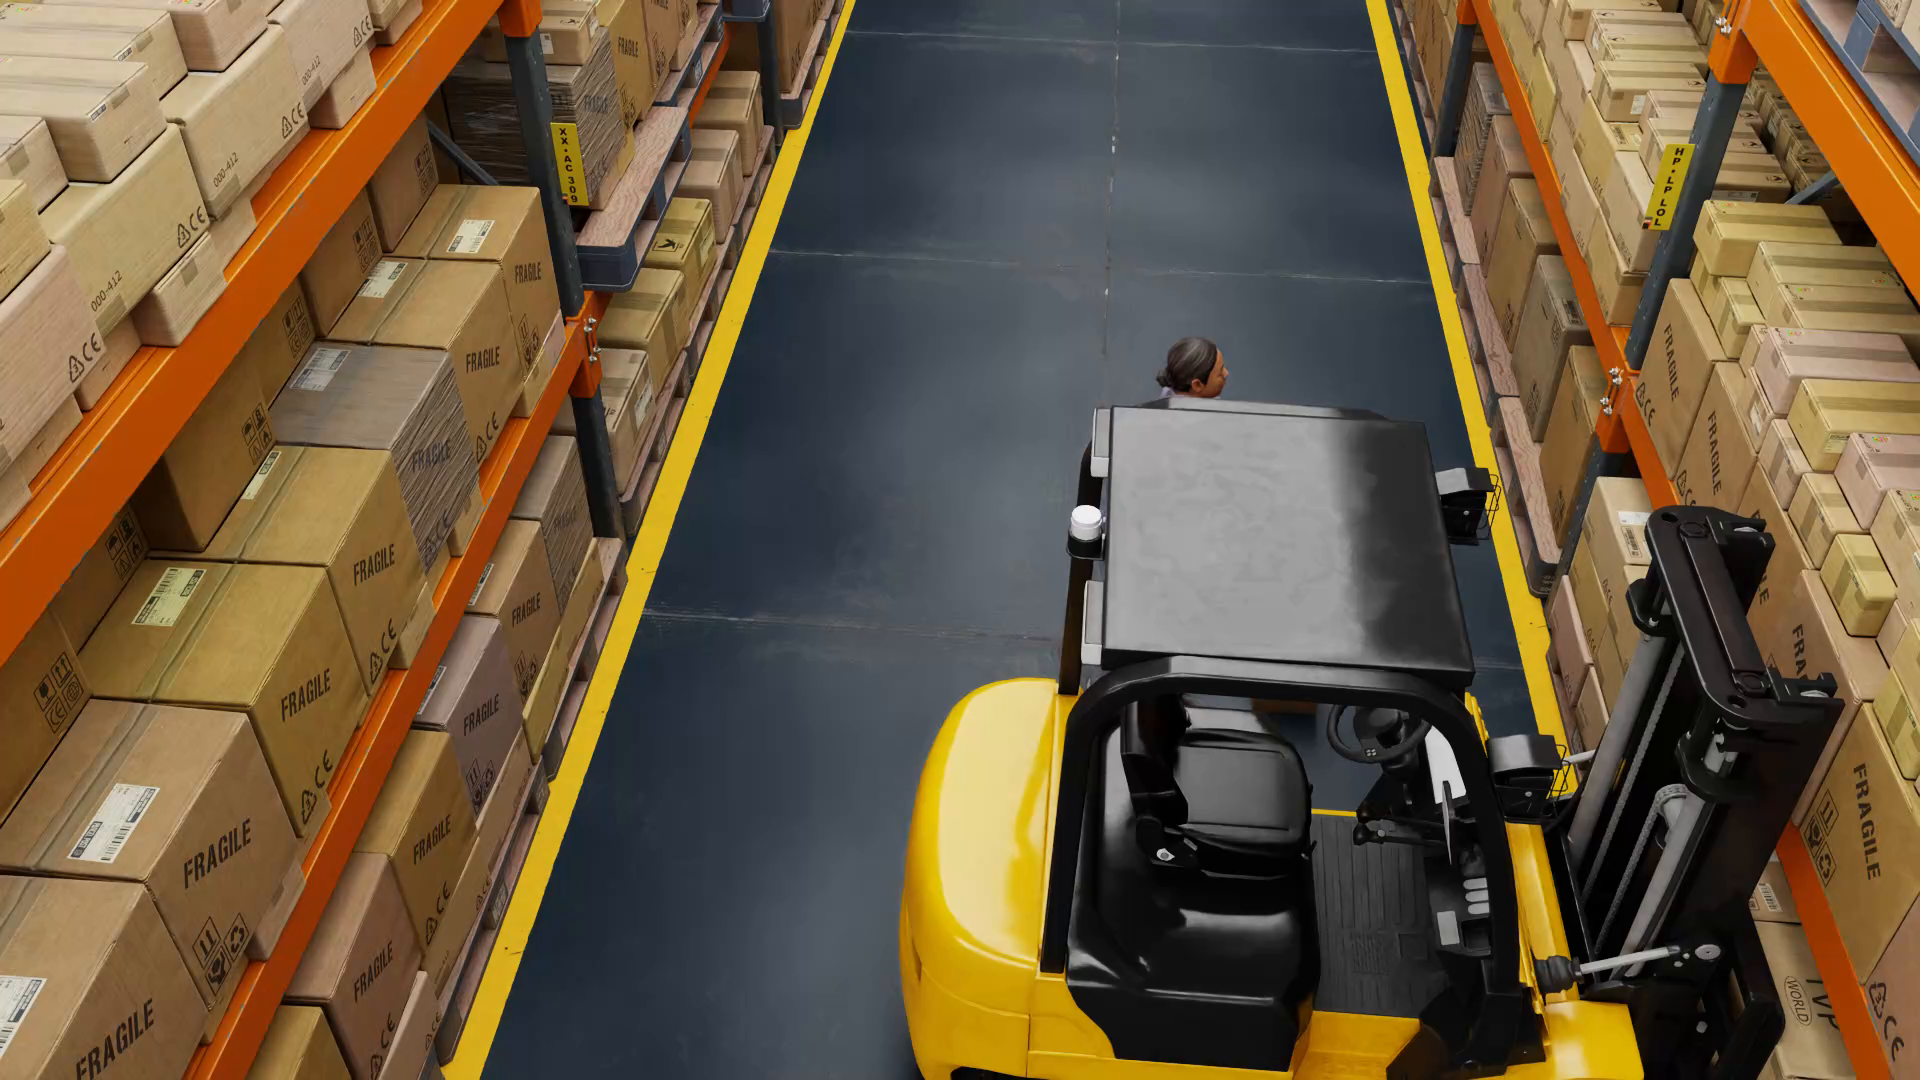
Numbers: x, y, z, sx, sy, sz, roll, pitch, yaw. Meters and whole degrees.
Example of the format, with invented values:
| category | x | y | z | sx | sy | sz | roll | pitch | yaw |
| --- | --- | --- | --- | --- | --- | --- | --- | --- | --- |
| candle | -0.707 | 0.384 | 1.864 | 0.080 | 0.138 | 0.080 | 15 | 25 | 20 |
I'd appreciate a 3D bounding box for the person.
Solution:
| category | x | y | z | sx | sy | sz | roll | pitch | yaw |
| --- | --- | --- | --- | --- | --- | --- | --- | --- | --- |
| person | 0.843 | -0.050 | 6.231 | 0.357 | 1.661 | 0.474 | 4 | 40 | 5 |
